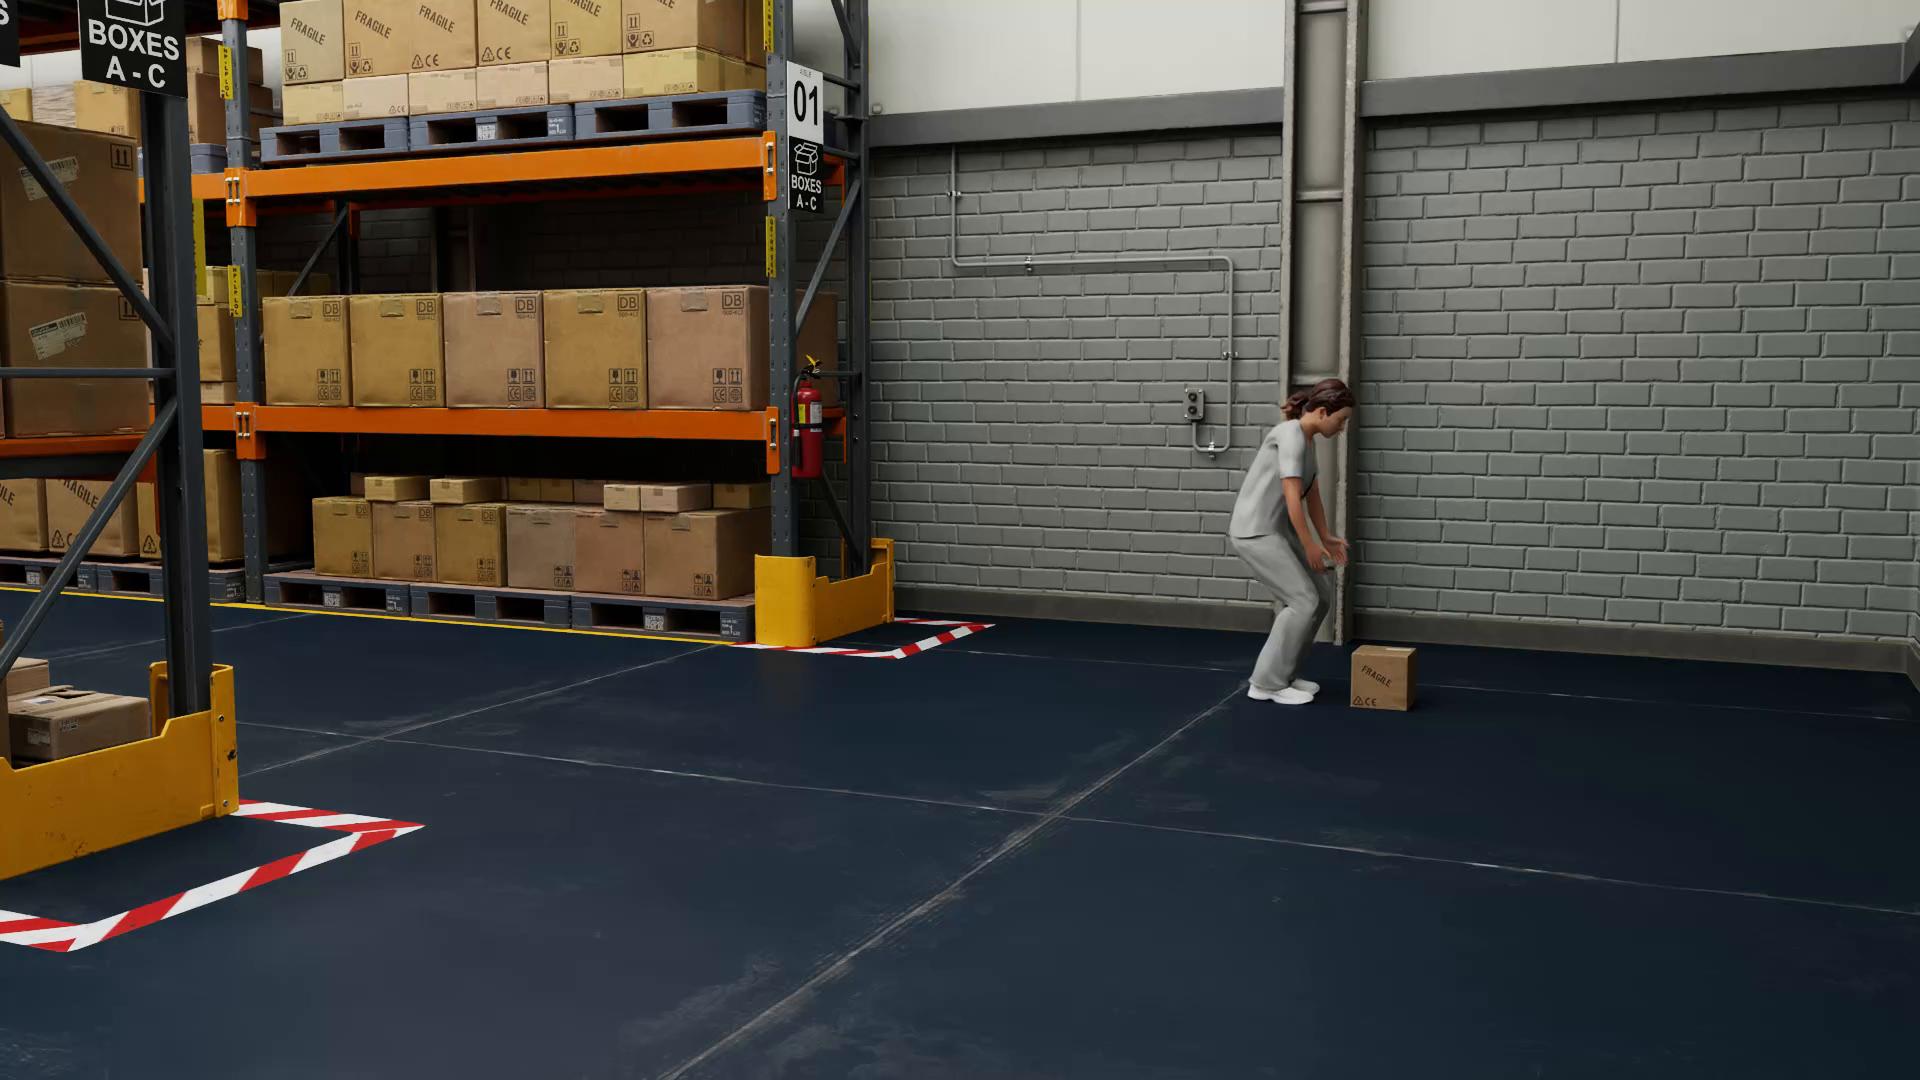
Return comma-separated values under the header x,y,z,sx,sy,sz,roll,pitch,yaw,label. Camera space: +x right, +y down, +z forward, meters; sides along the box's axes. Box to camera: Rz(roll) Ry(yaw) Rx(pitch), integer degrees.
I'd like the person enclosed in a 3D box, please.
x,y,z,sx,sy,sz,roll,pitch,yaw,label
1.549,-0.004,7.751,0.553,1.493,0.486,3,6,24,person
